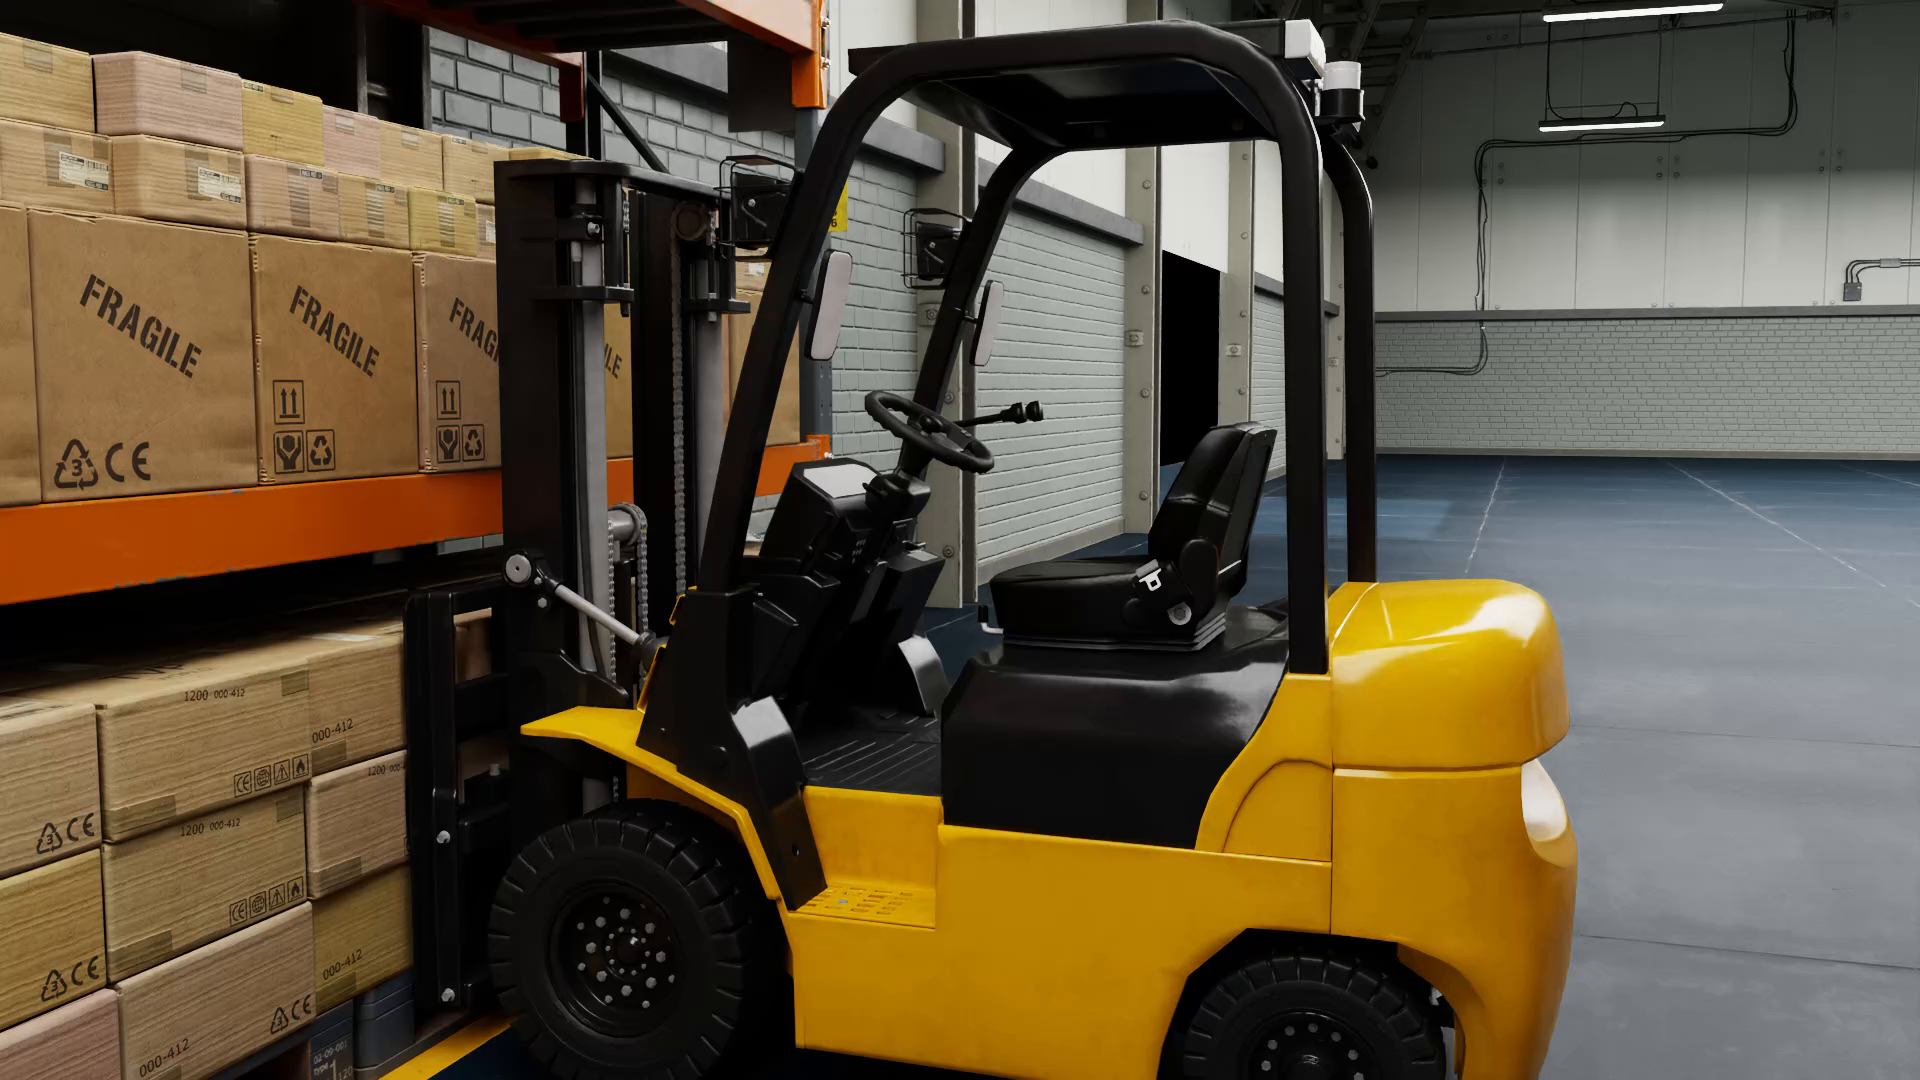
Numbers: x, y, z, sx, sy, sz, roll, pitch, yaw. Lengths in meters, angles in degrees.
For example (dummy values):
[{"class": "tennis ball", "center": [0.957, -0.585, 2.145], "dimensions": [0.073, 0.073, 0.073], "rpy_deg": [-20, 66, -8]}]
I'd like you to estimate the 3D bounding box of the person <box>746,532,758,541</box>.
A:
[{"class": "person", "center": [-1.130, 0.268, 7.252], "dimensions": [0.796, 1.135, 0.515], "rpy_deg": [1, 5, 7]}]
